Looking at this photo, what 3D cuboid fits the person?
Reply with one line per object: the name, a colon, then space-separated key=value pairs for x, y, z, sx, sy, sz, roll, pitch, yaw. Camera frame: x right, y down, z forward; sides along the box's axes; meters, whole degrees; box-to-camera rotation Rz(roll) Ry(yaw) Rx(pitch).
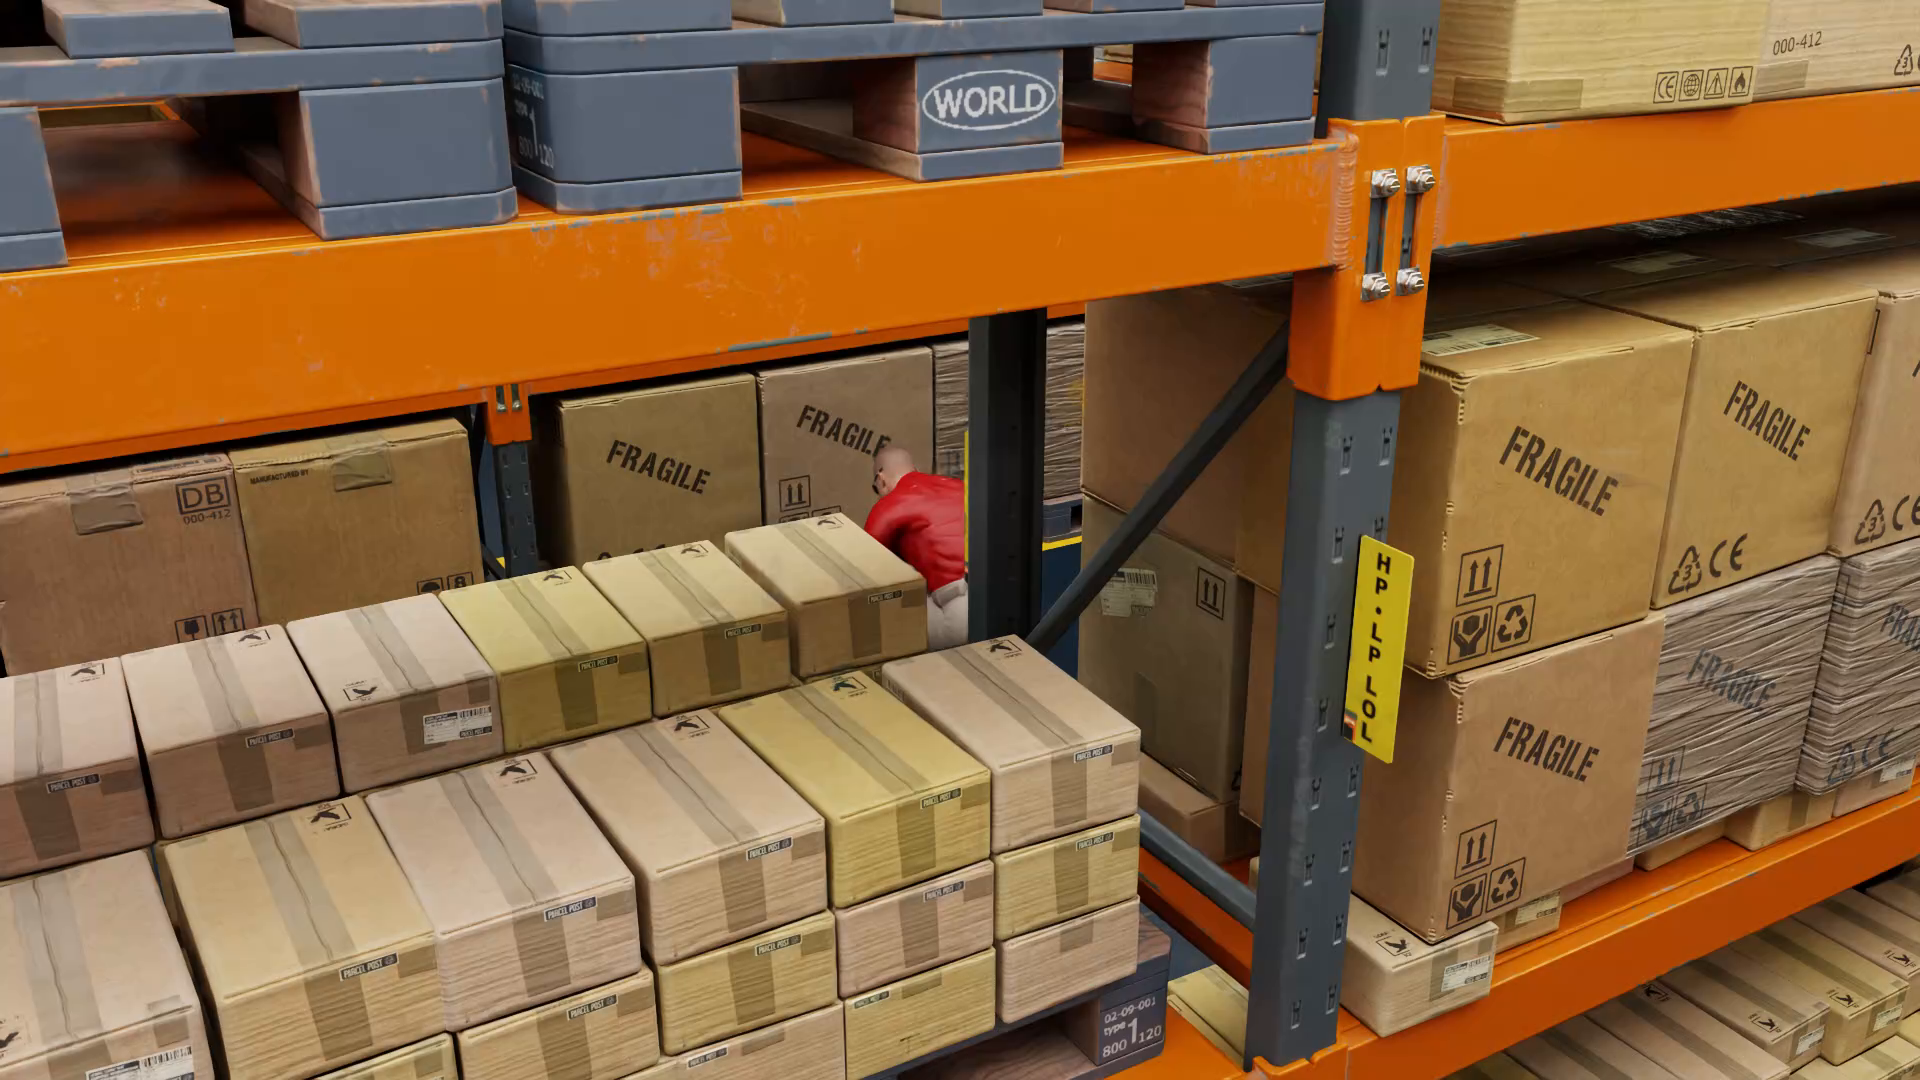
person: x=-0.071 y=0.220 z=6.467 sx=0.568 sy=1.060 sz=0.855 roll=-12 pitch=25 yaw=-28
